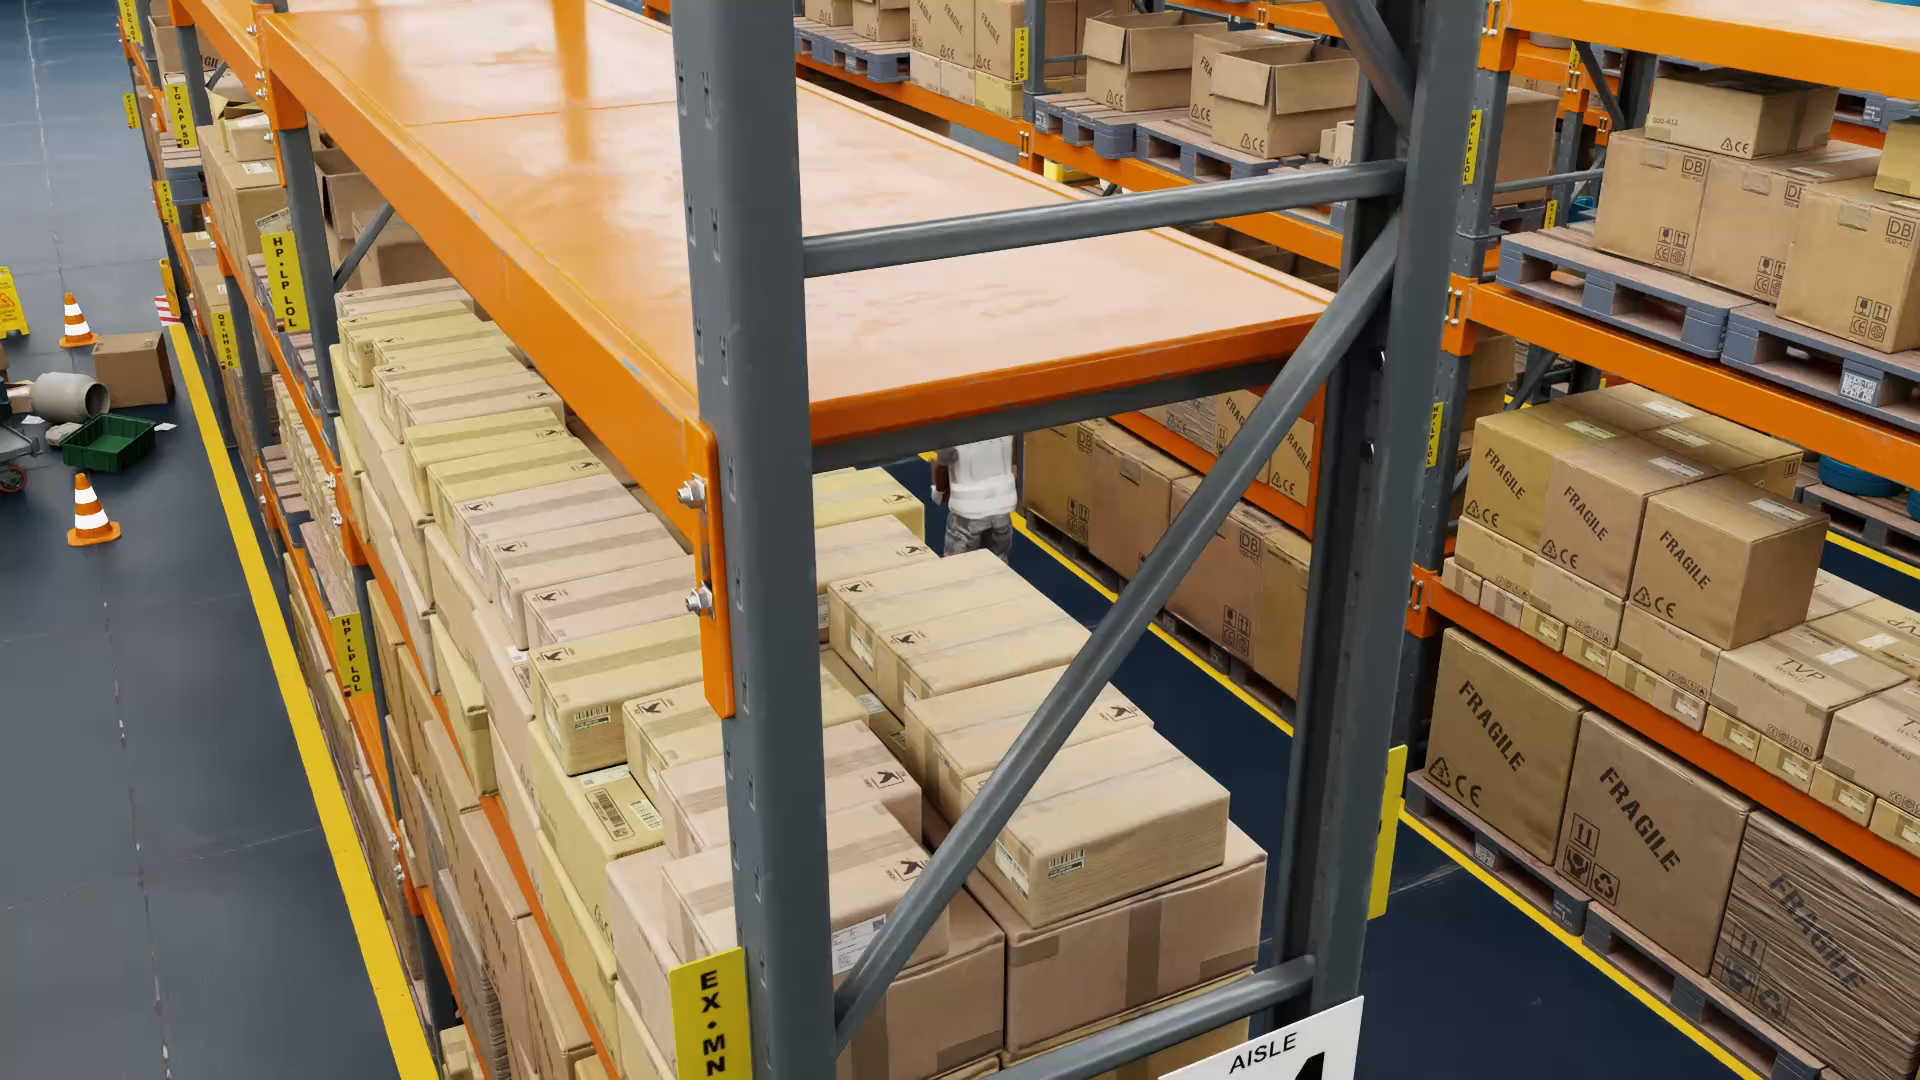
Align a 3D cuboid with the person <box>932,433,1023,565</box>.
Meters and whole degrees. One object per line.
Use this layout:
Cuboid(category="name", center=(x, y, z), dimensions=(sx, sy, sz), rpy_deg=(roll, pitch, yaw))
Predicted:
Cuboid(category="person", center=(0.067, -0.231, 10.113), dimensions=(0.488, 1.778, 0.583), rpy_deg=(-12, 28, -23))
